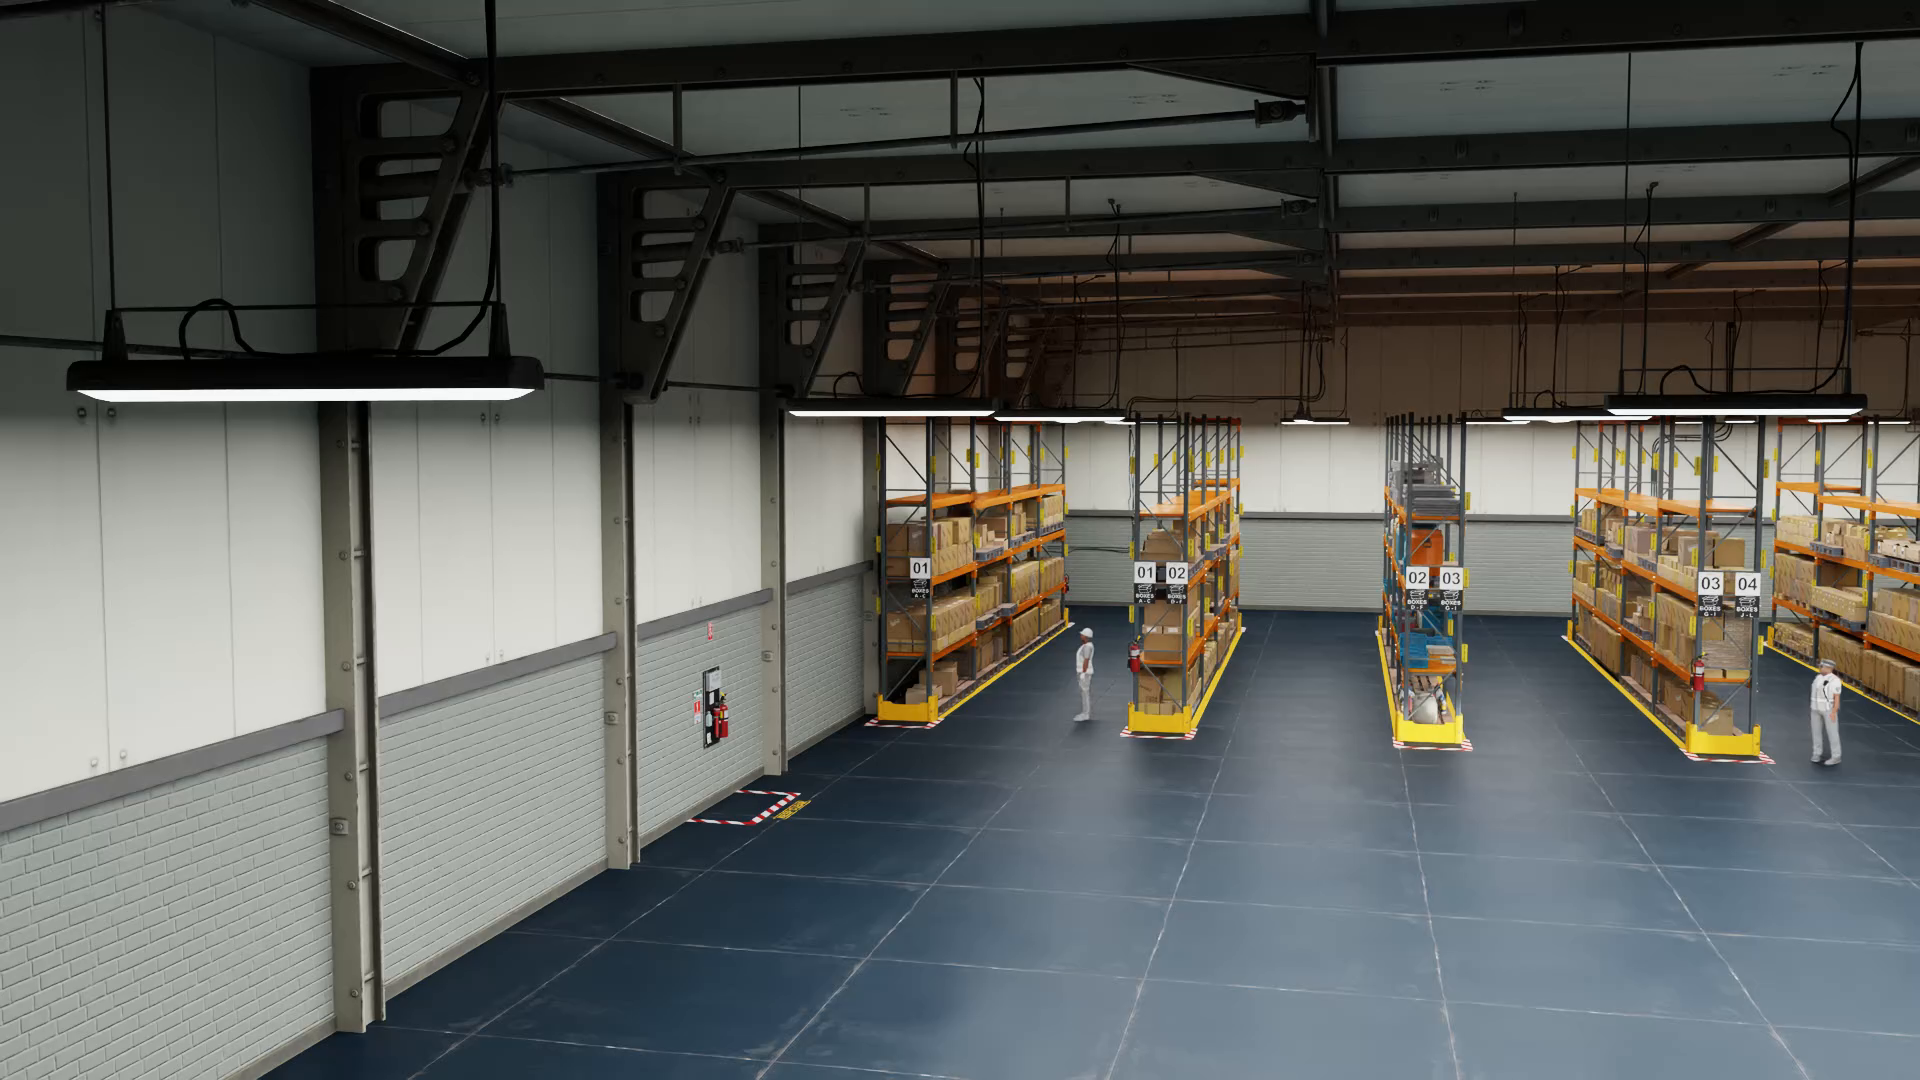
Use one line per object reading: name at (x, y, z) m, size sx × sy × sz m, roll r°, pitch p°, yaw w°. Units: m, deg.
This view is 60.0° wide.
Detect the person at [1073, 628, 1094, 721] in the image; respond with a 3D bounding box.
person at (2.422, 2.619, 32.636) m, size 0.445 × 1.785 × 0.600 m, roll 0°, pitch 4°, yaw -3°

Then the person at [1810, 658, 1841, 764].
person at (14.776, 2.909, 28.427) m, size 0.422 × 1.781 × 0.544 m, roll -2°, pitch 5°, yaw -32°
